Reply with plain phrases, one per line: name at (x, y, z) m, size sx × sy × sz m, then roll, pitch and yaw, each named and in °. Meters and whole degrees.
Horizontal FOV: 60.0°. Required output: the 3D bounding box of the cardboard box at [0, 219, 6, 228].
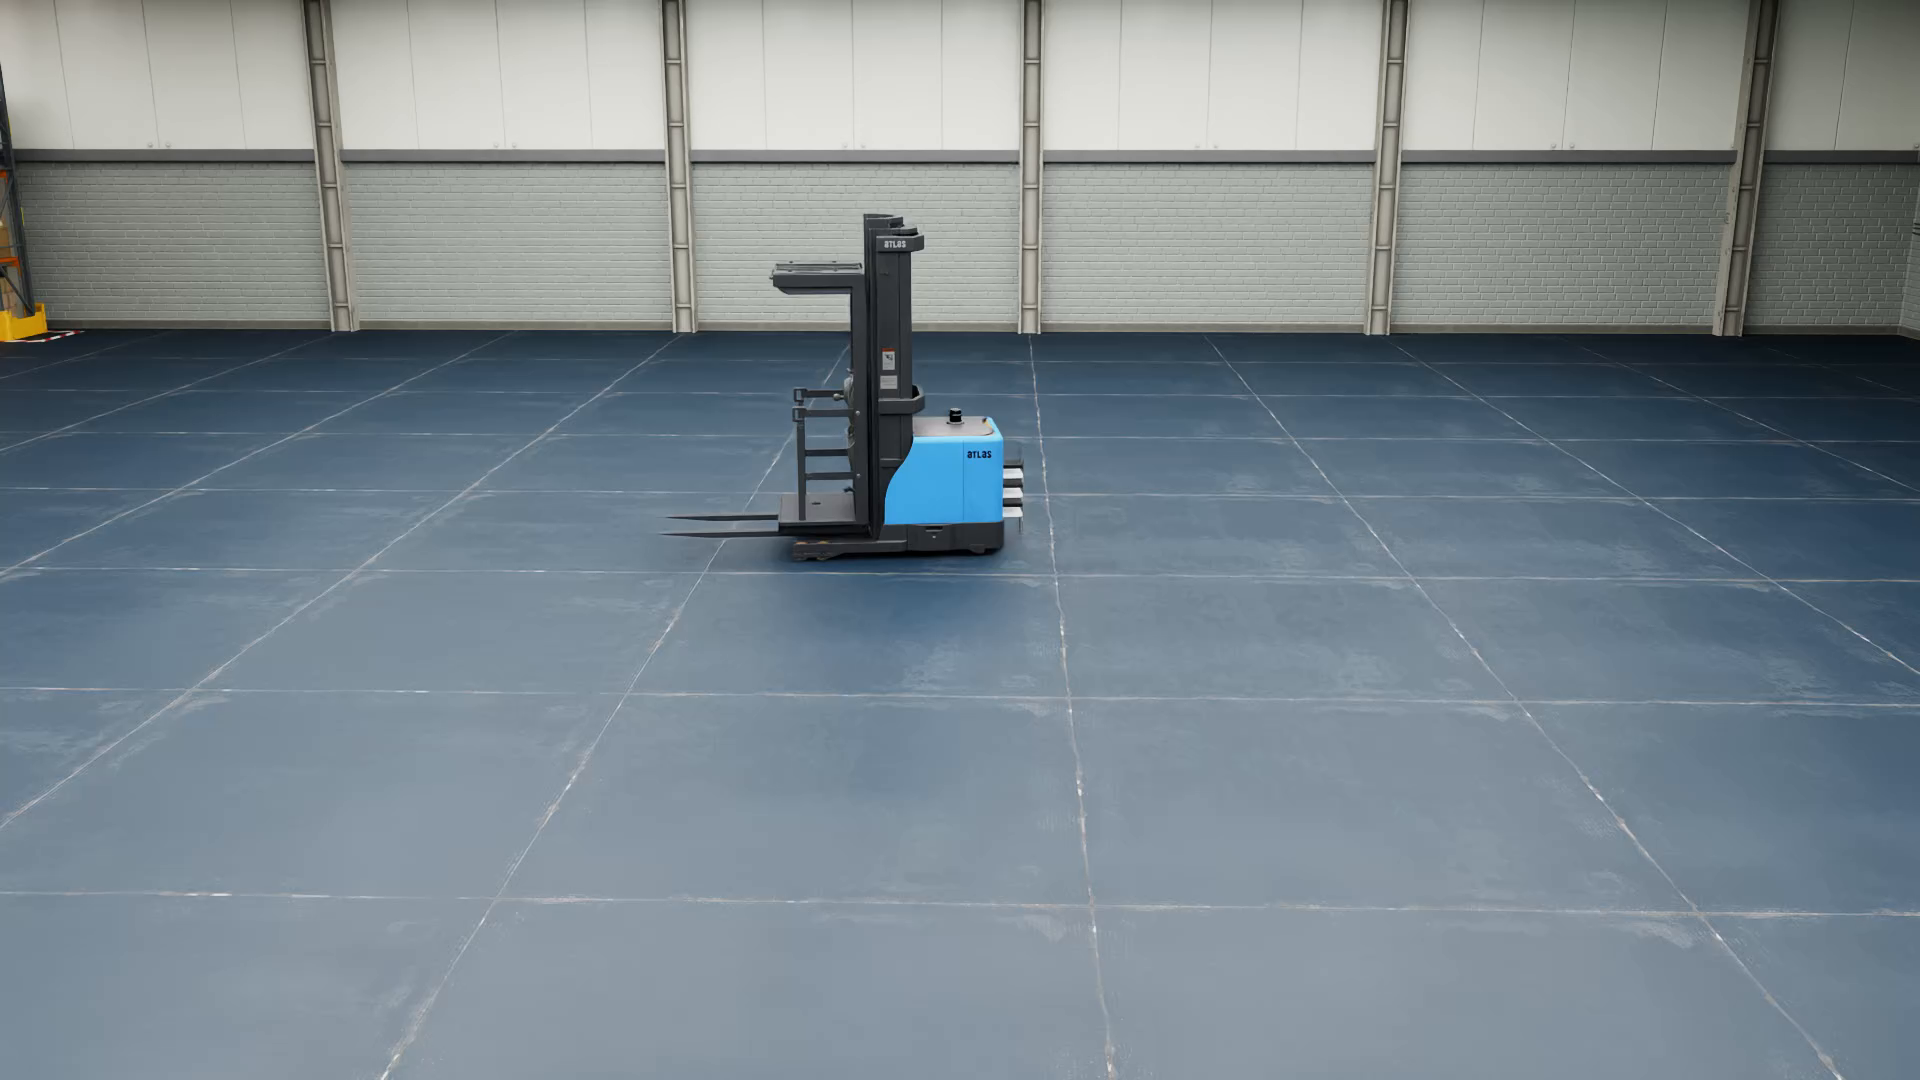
cardboard box at (-16.449, -5.371, 28.261) m, size 0.250 × 0.149 × 0.380 m, roll 0°, pitch 15°, yaw 0°

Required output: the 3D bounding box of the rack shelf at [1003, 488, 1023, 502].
rack shelf at (0.460, -0.415, 15.190) m, size 0.200 × 0.077 × 0.258 m, roll -1°, pitch 15°, yaw -5°

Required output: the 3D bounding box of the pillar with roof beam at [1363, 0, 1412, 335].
pillar with roof beam at (7.092, -6.822, 23.467) m, size 0.400 × 9.000 × 9.100 m, roll 0°, pitch 15°, yaw 1°

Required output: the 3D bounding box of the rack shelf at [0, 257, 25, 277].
rack shelf at (-18.116, -4.606, 28.239) m, size 4.000 × 0.370 × 1.077 m, roll 0°, pitch 15°, yaw 1°

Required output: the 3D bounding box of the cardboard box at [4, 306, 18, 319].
cardboard box at (-16.603, -3.868, 28.596) m, size 0.500 × 0.250 × 0.500 m, roll 0°, pitch 15°, yaw 2°

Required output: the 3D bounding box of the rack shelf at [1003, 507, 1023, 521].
rack shelf at (0.460, -0.241, 15.236) m, size 0.200 × 0.077 × 0.258 m, roll -1°, pitch 15°, yaw -5°

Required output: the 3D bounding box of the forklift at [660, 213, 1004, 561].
forklift at (-1.153, -1.375, 14.715) m, size 3.031 × 2.935 × 1.130 m, roll -1°, pitch 15°, yaw -5°

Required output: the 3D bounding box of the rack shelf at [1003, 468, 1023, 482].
rack shelf at (0.460, -0.589, 15.144) m, size 0.200 × 0.077 × 0.258 m, roll -1°, pitch 15°, yaw -5°

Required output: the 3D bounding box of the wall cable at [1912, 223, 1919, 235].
wall cable at (16.111, -6.023, 26.525) m, size 0.112 × 2.526 × 3.097 m, roll 0°, pitch 15°, yaw 1°

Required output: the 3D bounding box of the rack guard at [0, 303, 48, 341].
rack guard at (-16.093, -3.732, 28.416) m, size 0.348 × 0.500 × 1.175 m, roll 0°, pitch 15°, yaw 1°

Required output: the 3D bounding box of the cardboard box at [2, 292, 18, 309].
cardboard box at (-16.582, -4.112, 28.544) m, size 0.500 × 0.250 × 0.500 m, roll 1°, pitch 15°, yaw 2°

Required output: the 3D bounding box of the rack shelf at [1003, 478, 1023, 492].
rack shelf at (0.460, -0.502, 15.167) m, size 0.200 × 0.077 × 0.258 m, roll -1°, pitch 15°, yaw -5°

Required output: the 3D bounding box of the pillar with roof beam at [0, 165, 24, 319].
pillar with roof beam at (-16.900, -6.978, 24.060) m, size 0.400 × 9.000 × 9.100 m, roll 0°, pitch 15°, yaw 1°

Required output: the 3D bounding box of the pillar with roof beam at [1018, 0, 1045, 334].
pillar with roof beam at (1.094, -6.861, 23.615) m, size 0.400 × 9.000 × 9.100 m, roll 0°, pitch 15°, yaw 1°

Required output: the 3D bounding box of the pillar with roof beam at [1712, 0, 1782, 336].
pillar with roof beam at (13.090, -6.783, 23.319) m, size 0.400 × 9.000 × 9.100 m, roll 0°, pitch 15°, yaw 1°

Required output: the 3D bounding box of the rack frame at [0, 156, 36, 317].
rack frame at (-16.117, -4.941, 28.098) m, size 0.127 × 3.000 × 1.000 m, roll 0°, pitch 15°, yaw 1°

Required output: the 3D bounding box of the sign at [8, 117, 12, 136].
sign at (-16.097, -6.994, 28.130) m, size 0.005 × 0.325 × 0.100 m, roll 0°, pitch 15°, yaw 1°

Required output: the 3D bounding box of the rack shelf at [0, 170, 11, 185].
rack shelf at (-18.116, -6.057, 27.856) m, size 4.000 × 0.370 × 1.077 m, roll 0°, pitch 15°, yaw 1°

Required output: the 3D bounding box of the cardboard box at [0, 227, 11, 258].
cardboard box at (-16.605, -5.063, 28.366) m, size 0.500 × 0.500 × 0.500 m, roll 1°, pitch 15°, yaw 3°

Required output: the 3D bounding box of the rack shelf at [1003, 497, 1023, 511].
rack shelf at (0.460, -0.328, 15.213) m, size 0.200 × 0.077 × 0.258 m, roll -1°, pitch 15°, yaw -5°

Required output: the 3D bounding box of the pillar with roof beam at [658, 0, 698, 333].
pillar with roof beam at (-4.904, -6.900, 23.763) m, size 0.400 × 9.000 × 9.100 m, roll 0°, pitch 15°, yaw 1°

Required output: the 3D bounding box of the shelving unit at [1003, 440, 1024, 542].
shelving unit at (0.460, -0.447, 15.181) m, size 0.210 × 0.900 × 0.258 m, roll -1°, pitch 15°, yaw -5°

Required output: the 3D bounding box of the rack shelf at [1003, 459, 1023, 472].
rack shelf at (0.460, -0.676, 15.121) m, size 0.200 × 0.077 × 0.258 m, roll -1°, pitch 15°, yaw -5°

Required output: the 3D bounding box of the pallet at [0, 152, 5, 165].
pallet at (-16.823, -6.360, 27.769) m, size 1.213 × 0.211 × 1.003 m, roll 0°, pitch 15°, yaw 1°

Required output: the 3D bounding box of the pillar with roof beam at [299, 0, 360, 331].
pillar with roof beam at (-10.902, -6.939, 23.912) m, size 0.400 × 9.000 × 9.100 m, roll 0°, pitch 15°, yaw 1°

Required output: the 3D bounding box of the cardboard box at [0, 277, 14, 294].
cardboard box at (-16.593, -4.349, 28.462) m, size 0.500 × 0.250 × 0.500 m, roll 0°, pitch 15°, yaw 1°

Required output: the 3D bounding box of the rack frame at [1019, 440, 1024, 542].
rack frame at (0.562, -0.449, 15.190) m, size 0.006 × 0.900 × 0.240 m, roll -1°, pitch 15°, yaw -5°

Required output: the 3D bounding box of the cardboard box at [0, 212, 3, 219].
cardboard box at (-16.447, -5.503, 28.179) m, size 0.250 × 0.149 × 0.380 m, roll 0°, pitch 15°, yaw 0°

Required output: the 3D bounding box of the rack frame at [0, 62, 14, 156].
rack frame at (-16.117, -7.842, 27.333) m, size 0.127 × 3.000 × 1.000 m, roll 0°, pitch 15°, yaw 1°

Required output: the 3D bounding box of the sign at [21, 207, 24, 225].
sign at (-16.097, -5.539, 28.514) m, size 0.005 × 0.325 × 0.100 m, roll 0°, pitch 15°, yaw 1°
